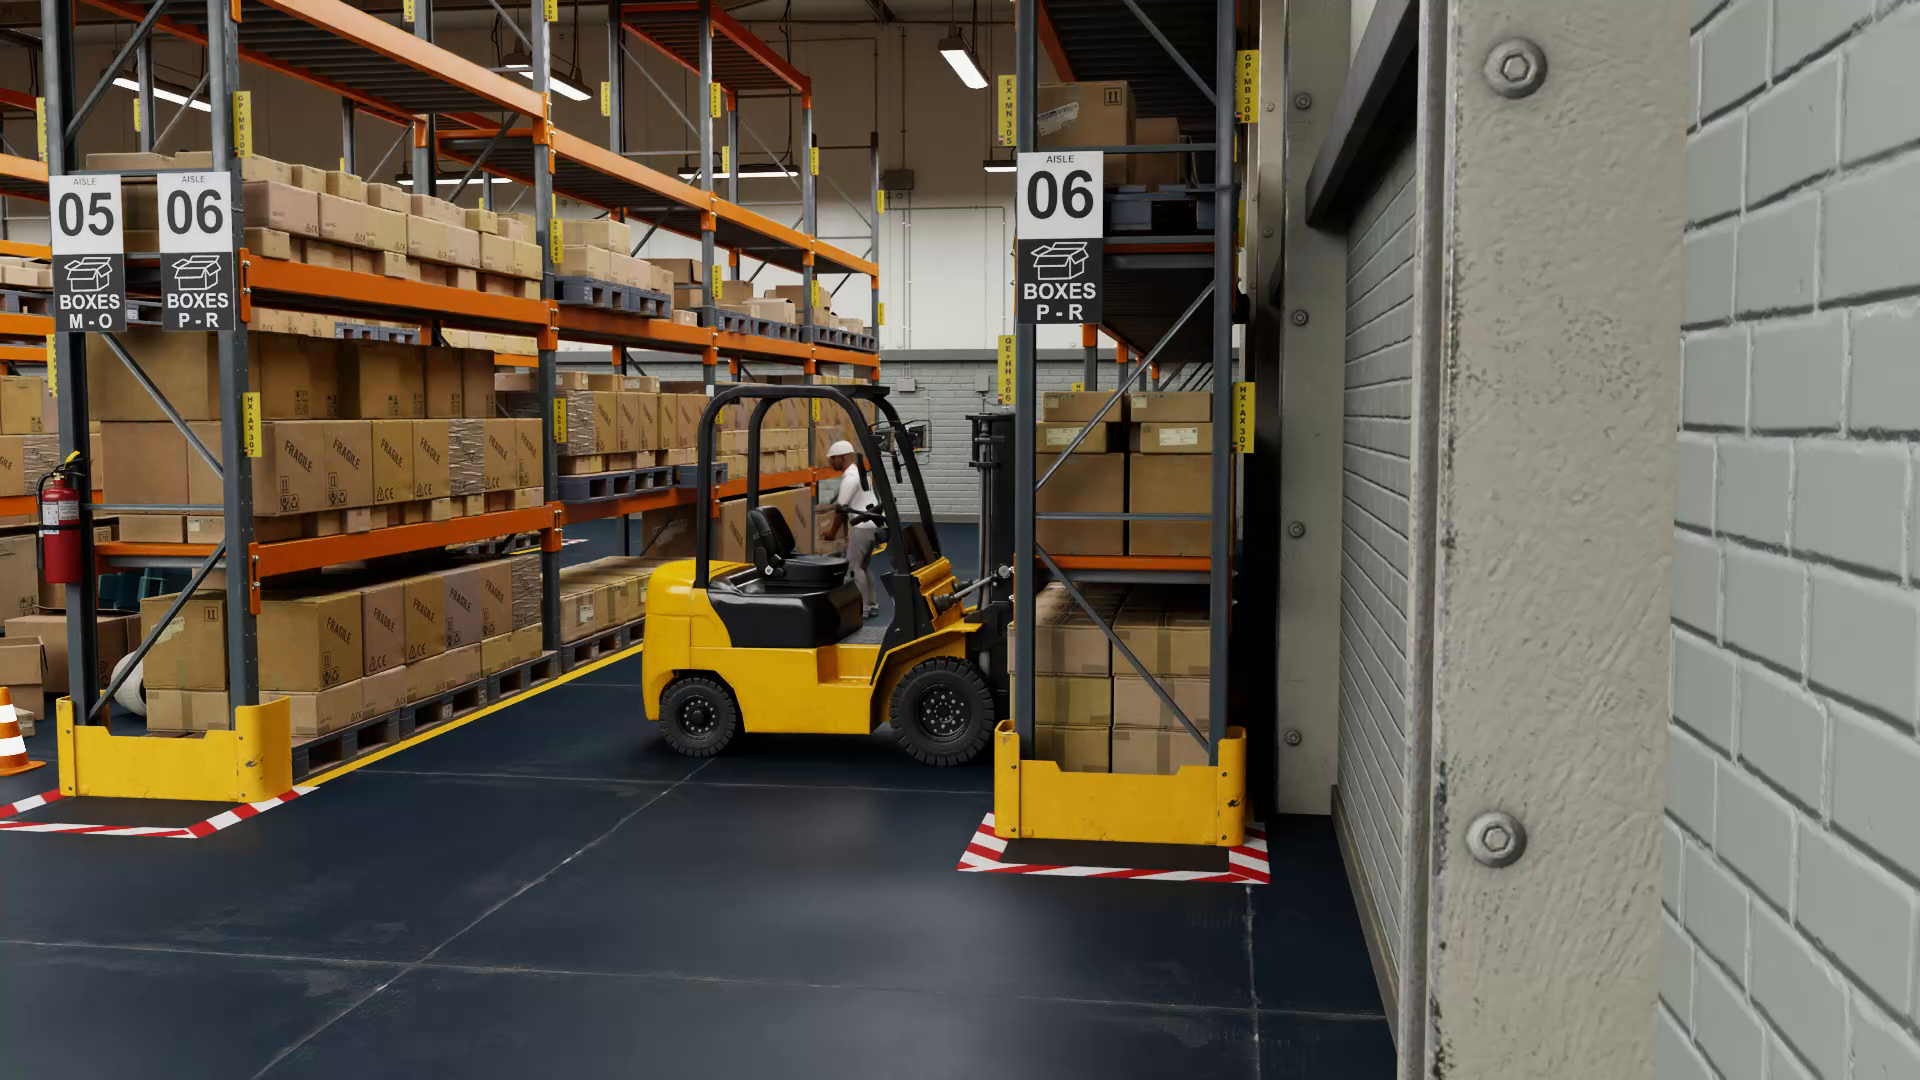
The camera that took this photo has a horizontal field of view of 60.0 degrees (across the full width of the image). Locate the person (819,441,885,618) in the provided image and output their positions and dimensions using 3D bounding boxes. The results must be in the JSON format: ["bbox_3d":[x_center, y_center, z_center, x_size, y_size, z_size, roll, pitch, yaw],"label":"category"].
[{"bbox_3d":[-1.041,-0.107,16.177,0.610,1.718,0.477,1,4,8],"label":"person"}]
